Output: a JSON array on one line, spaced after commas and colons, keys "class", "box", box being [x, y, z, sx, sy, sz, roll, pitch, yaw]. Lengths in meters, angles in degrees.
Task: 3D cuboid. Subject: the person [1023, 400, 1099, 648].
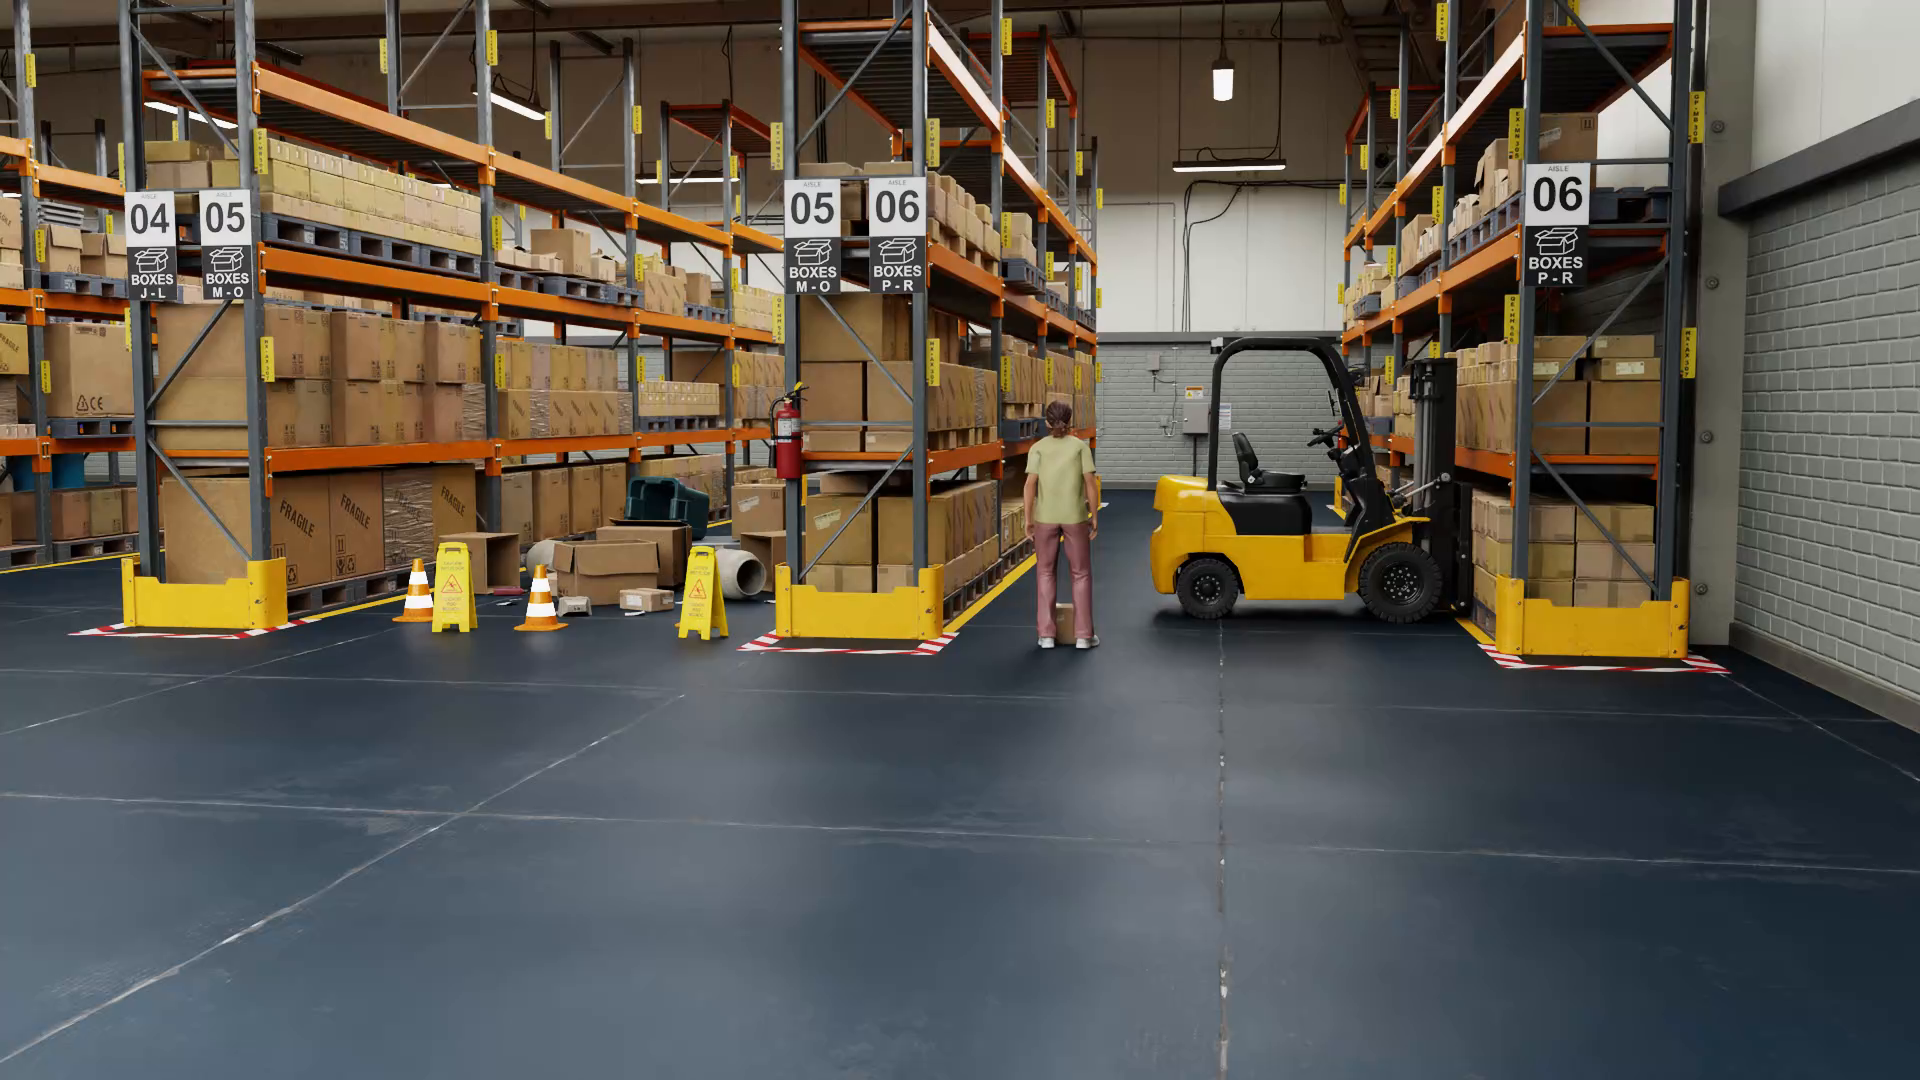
[{"class": "person", "box": [0.688, -0.108, 11.227, 0.516, 1.671, 0.359, 0, 5, 5]}]
